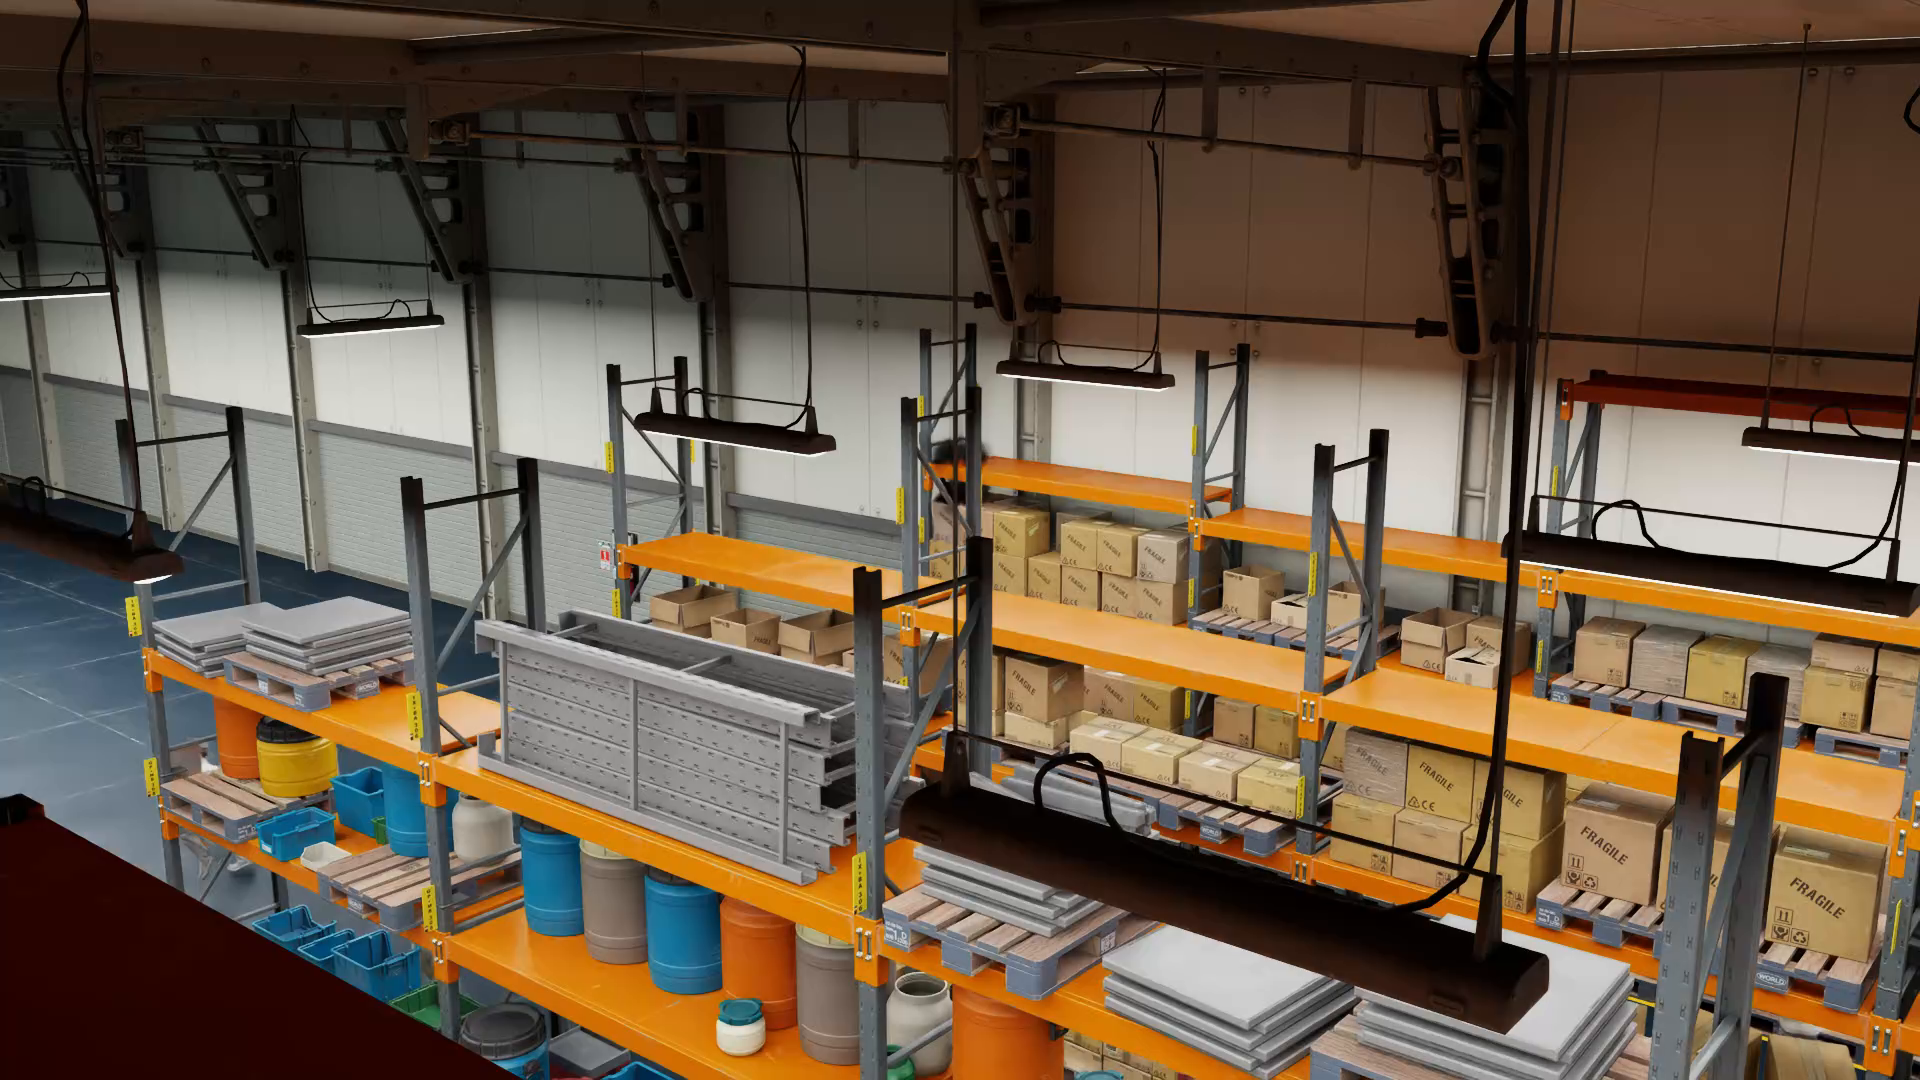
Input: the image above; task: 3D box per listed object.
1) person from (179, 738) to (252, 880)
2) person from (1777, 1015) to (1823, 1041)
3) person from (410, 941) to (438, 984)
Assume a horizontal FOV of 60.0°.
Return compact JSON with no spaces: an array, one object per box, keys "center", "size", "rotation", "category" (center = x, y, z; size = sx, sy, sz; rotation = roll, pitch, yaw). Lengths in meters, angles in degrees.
[{"center":[-8.549,3.051,18.944],"size":[0.792,1.680,0.634],"rotation":[-6,14,-24],"category":"person"},{"center":[7.110,4.105,13.976],"size":[0.886,1.773,0.686],"rotation":[10,16,38],"category":"person"},{"center":[-4.967,3.864,15.647],"size":[0.736,1.640,0.551],"rotation":[9,15,34],"category":"person"}]
